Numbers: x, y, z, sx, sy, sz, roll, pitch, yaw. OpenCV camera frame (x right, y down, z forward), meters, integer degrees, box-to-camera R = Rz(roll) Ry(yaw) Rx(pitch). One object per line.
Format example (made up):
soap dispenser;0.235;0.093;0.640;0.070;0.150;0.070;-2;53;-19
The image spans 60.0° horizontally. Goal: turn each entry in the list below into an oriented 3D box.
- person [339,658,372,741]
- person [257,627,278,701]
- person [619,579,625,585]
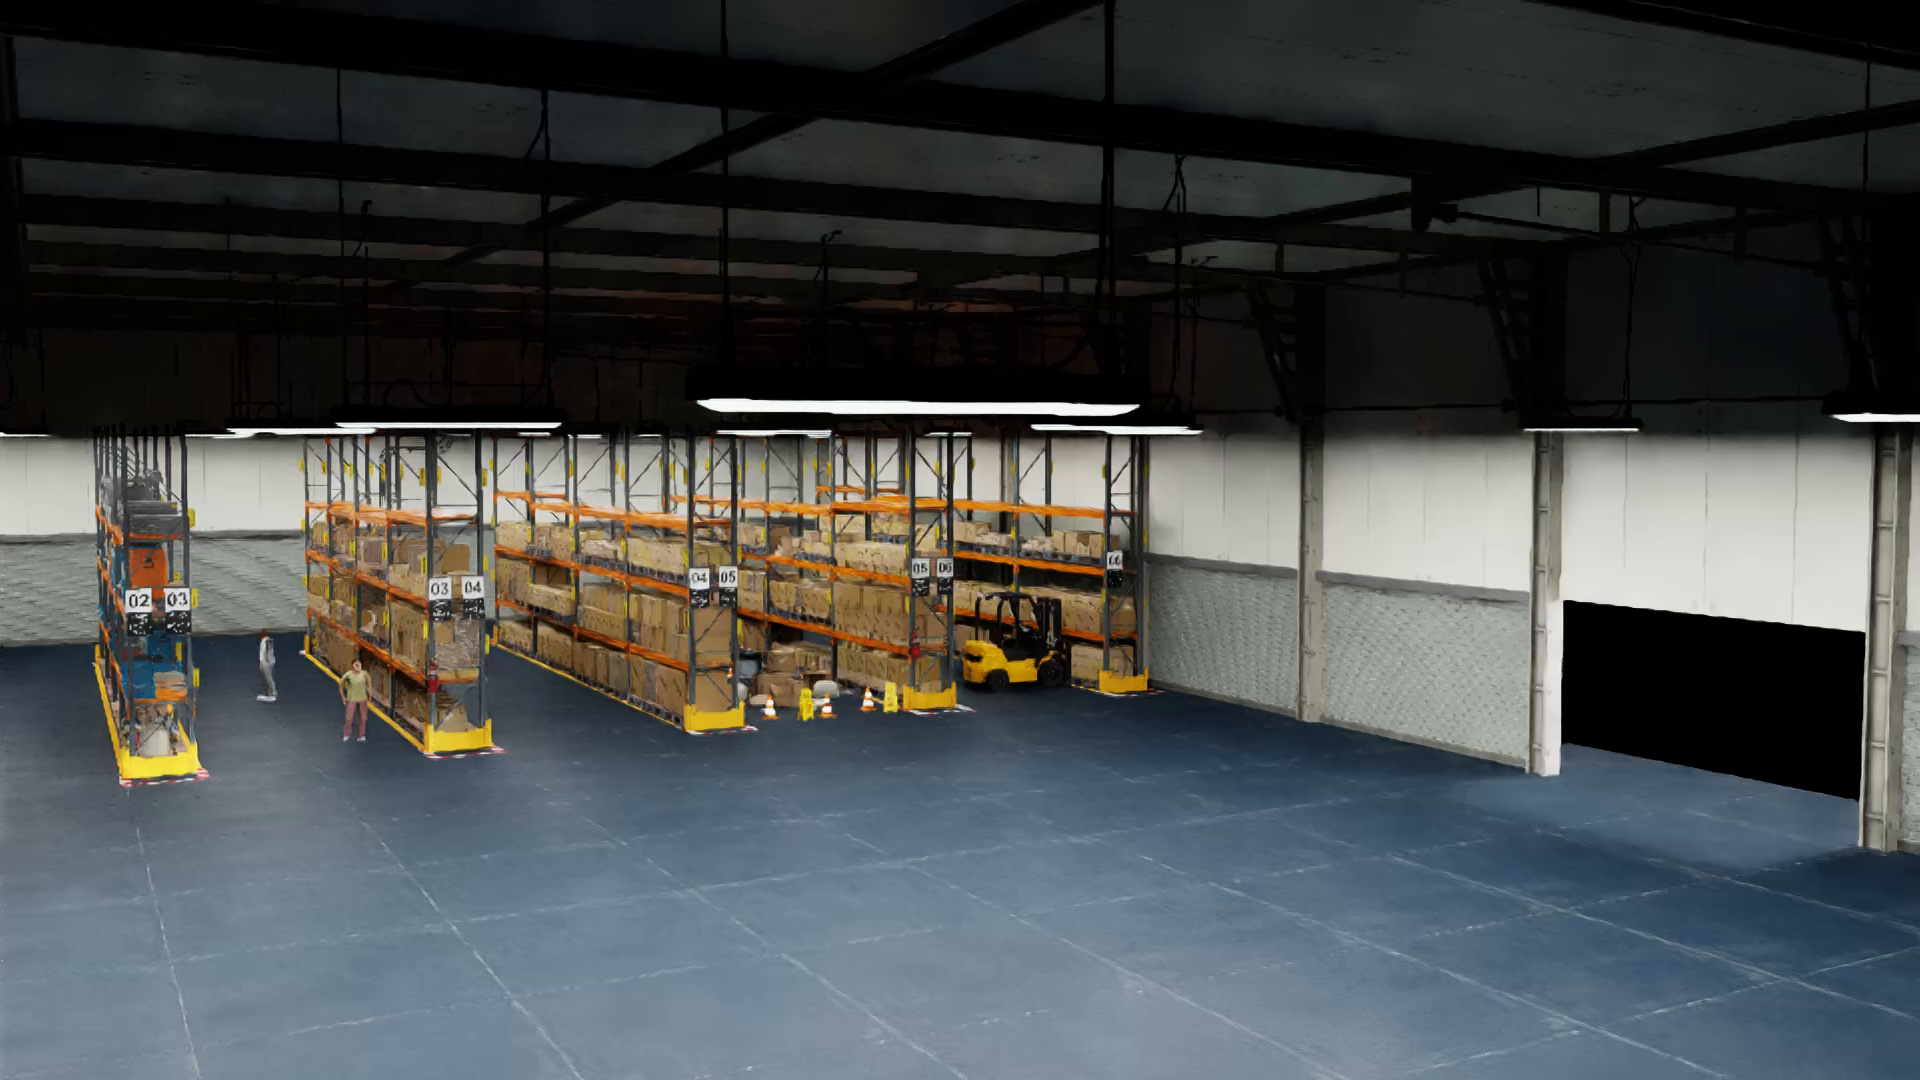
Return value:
person;-11.422;3.016;31.442;0.598;1.619;0.507;-2;4;-31
person;-15.207;2.712;36.437;0.521;1.579;0.523;0;3;-1
person;-9.881;1.888;48.996;0.675;1.749;0.560;3;5;40
